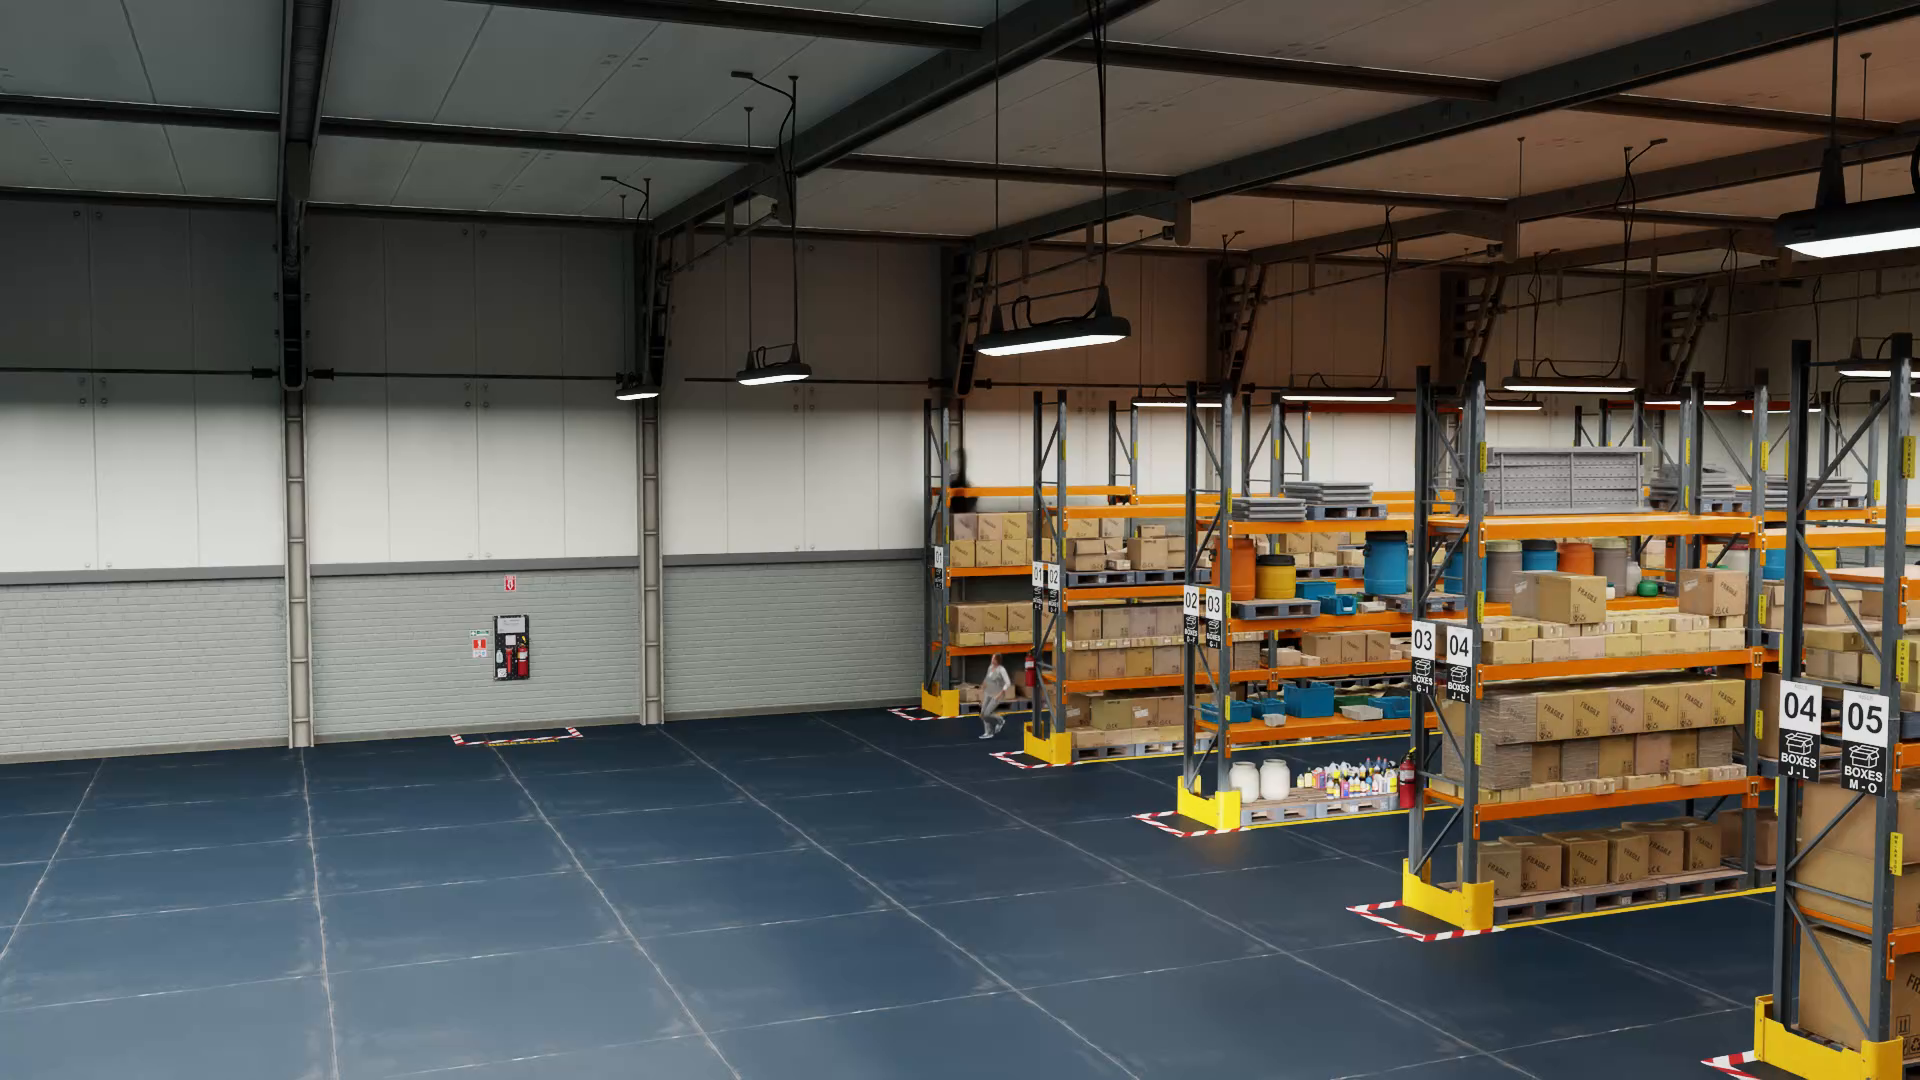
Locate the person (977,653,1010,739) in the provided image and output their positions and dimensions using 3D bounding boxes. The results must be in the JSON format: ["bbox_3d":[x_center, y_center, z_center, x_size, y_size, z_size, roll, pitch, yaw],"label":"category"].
[{"bbox_3d":[0.607,2.707,28.820,0.497,1.536,0.589,-3,4,-41],"label":"person"}]
